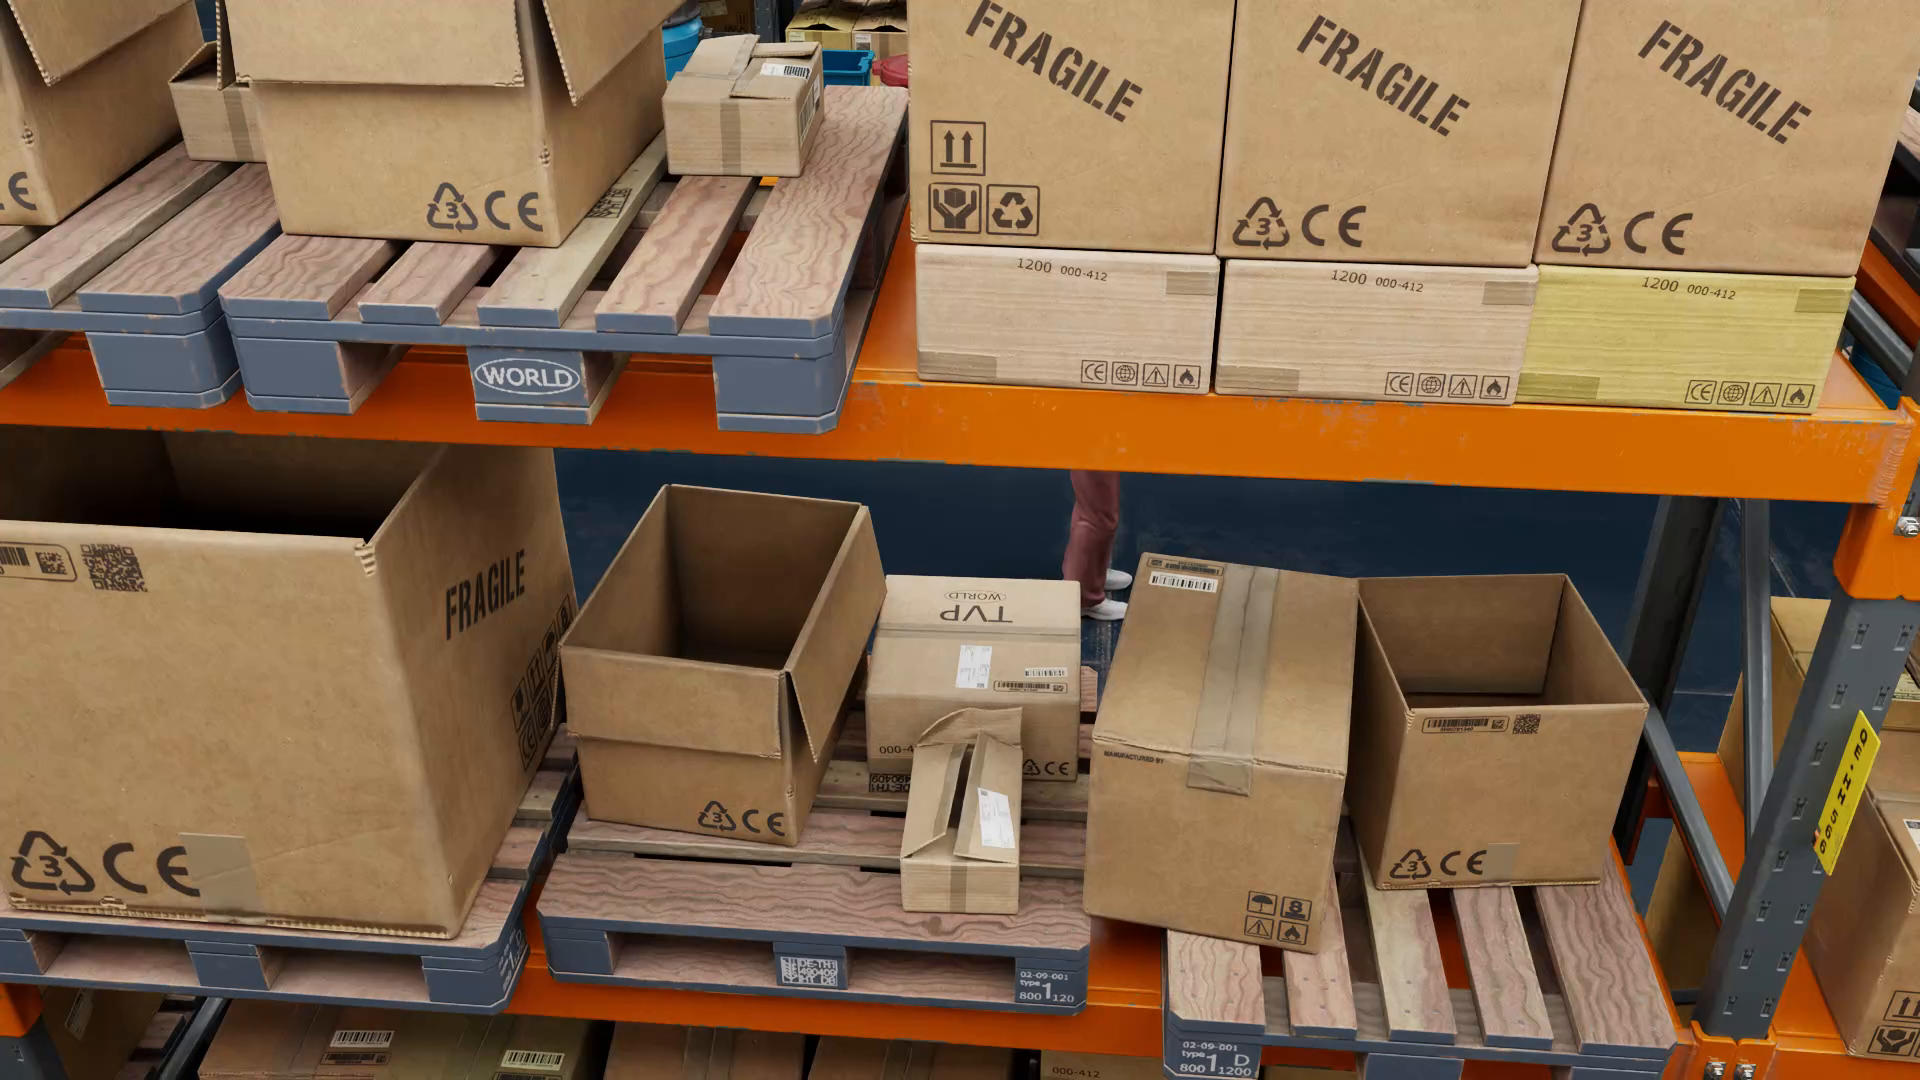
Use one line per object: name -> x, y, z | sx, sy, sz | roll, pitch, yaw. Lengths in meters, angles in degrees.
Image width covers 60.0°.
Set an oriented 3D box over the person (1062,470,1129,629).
person -> 0.575, -0.455, 6.863 | 0.361, 1.674, 0.488 | 2, 32, 3
